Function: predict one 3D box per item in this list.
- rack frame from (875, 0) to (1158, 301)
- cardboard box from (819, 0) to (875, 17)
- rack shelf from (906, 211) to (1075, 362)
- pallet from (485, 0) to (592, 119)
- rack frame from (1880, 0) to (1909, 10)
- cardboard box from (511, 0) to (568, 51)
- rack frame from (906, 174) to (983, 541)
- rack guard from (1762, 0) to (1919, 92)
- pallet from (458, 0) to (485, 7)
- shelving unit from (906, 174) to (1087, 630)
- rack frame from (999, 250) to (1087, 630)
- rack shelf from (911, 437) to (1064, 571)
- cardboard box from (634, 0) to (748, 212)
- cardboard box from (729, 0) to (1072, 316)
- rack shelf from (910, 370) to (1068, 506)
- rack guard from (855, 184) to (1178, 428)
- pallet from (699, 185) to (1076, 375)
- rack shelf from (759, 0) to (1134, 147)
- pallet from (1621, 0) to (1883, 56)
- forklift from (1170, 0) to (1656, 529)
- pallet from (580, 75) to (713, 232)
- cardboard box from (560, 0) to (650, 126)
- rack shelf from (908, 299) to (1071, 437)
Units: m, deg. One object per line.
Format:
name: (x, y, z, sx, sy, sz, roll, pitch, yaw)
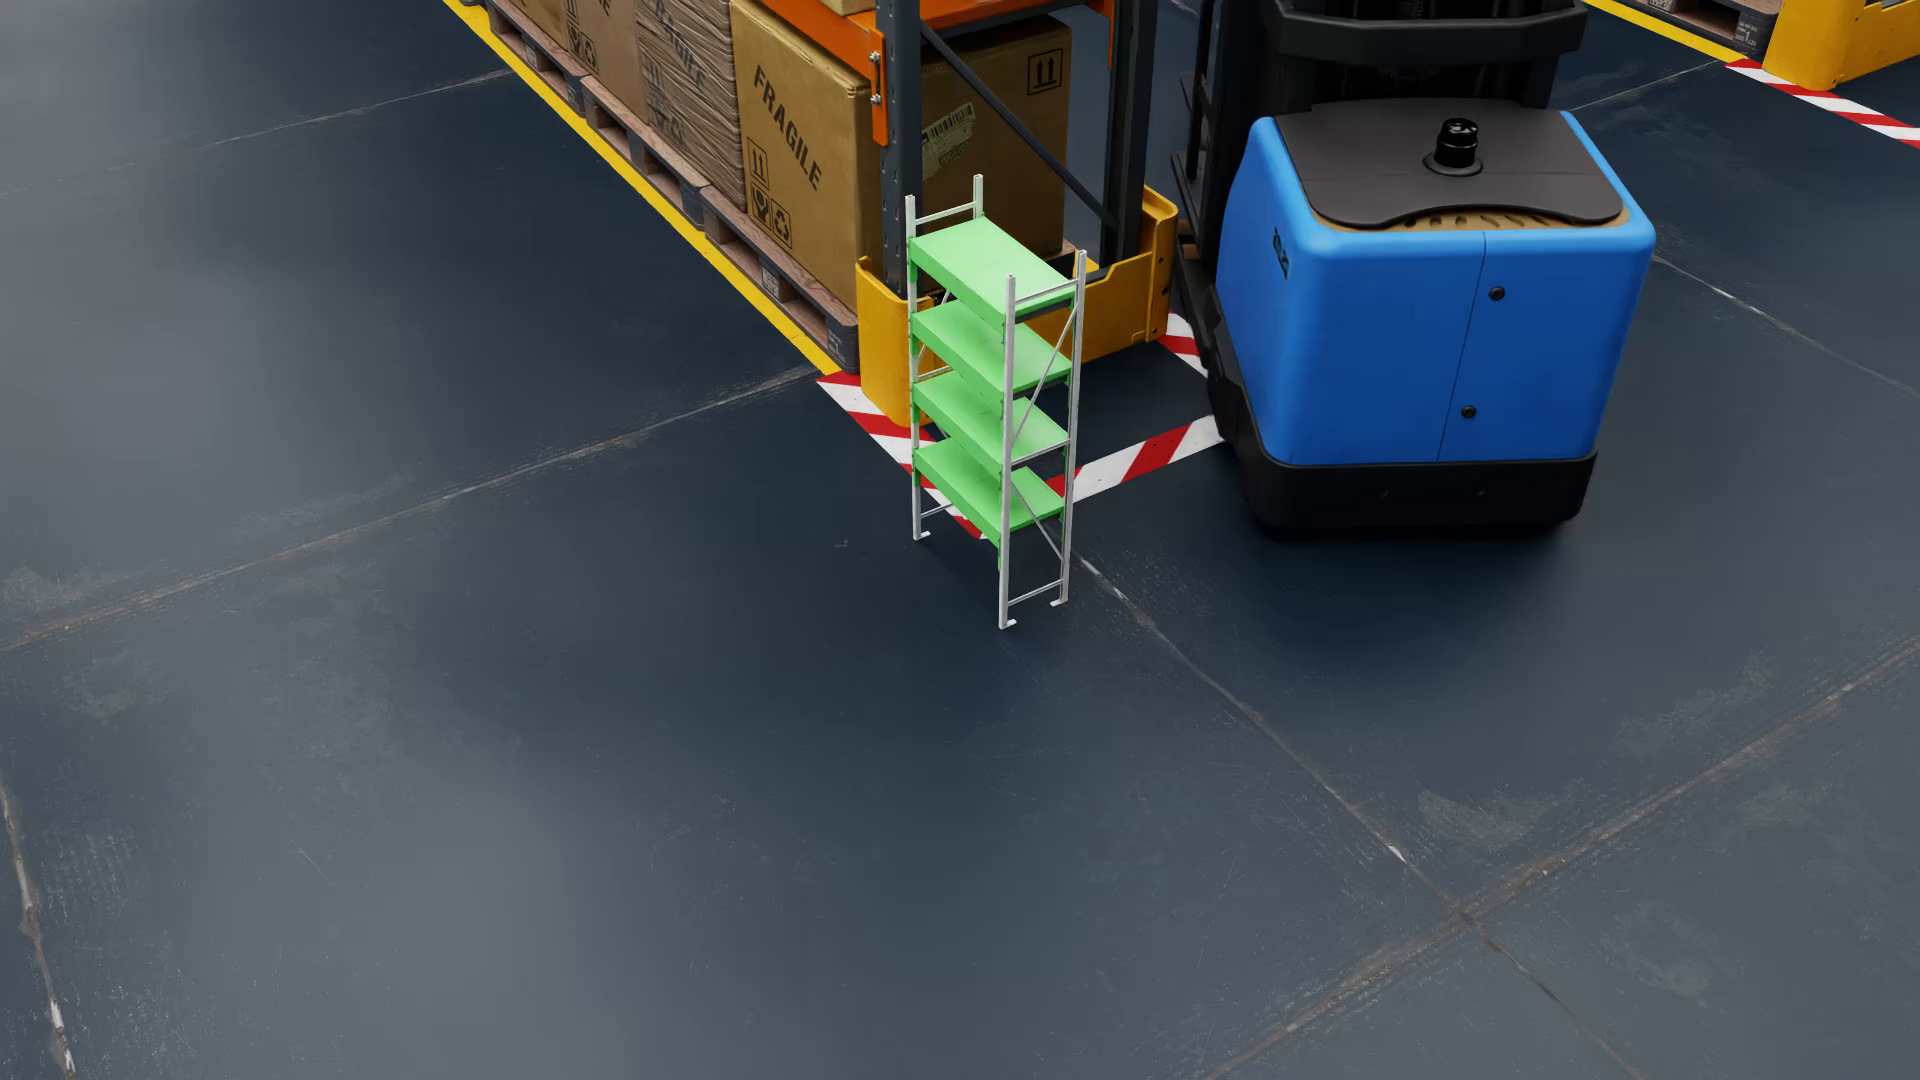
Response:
rack frame: (0.197, -1.827, 5.099, 1.000, 3.000, 0.127, -22, 45, -24)
cardboard box: (-0.272, -1.809, 5.274, 0.380, 0.149, 0.250, -21, 44, -24)
rack shelf: (0.089, -0.691, 4.492, 0.258, 0.148, 0.480, -22, 45, -24)
pallet: (-1.611, -2.477, 8.058, 1.003, 0.211, 1.213, -22, 45, -24)
rack frame: (4.373, -3.532, 7.145, 1.000, 3.000, 0.127, -22, 45, -24)
cardboard box: (-1.667, -2.947, 7.775, 0.875, 0.875, 0.875, -22, 45, -24)
rack frame: (-0.042, -0.503, 4.917, 0.240, 1.200, 0.015, -22, 45, -24)
rack guard: (4.397, -2.563, 7.935, 1.175, 0.500, 0.348, -22, 45, -24)
pallet: (-2.433, -3.305, 9.052, 1.003, 0.211, 1.213, -22, 45, -24)
shelving unit: (0.089, -0.372, 4.759, 0.258, 1.200, 0.503, -22, 45, -24)
rack frame: (0.220, -0.240, 4.601, 0.240, 1.200, 0.015, -22, 45, -24)
rack shelf: (0.089, -0.138, 4.953, 0.258, 0.148, 0.480, -22, 45, -24)
cardboard box: (-0.704, -1.981, 6.616, 0.875, 0.875, 0.875, -22, 45, -24)
cardboard box: (-0.215, -1.490, 6.027, 0.875, 0.875, 0.875, -22, 45, -24)
rack shelf: (0.089, -0.322, 4.799, 0.258, 0.148, 0.480, -22, 45, -24)
rack guard: (0.210, -0.854, 5.884, 1.175, 0.500, 0.348, -22, 45, -24)
pallet: (-0.299, -1.160, 6.478, 1.003, 0.211, 1.213, -22, 45, -24)
rack shelf: (-0.879, -2.630, 6.625, 1.077, 0.370, 4.000, -22, 45, -24)
pallet: (3.962, -2.919, 8.588, 1.003, 0.211, 1.213, -22, 45, -24)
forklift: (1.387, -2.084, 5.461, 1.130, 2.935, 3.031, -1, 40, -2)
pallet: (-0.951, -1.818, 7.267, 1.003, 0.211, 1.213, -22, 45, -24)
cardboard box: (-1.183, -2.462, 7.193, 0.875, 0.875, 0.875, -22, 45, -24)
rack shelf: (0.089, -0.507, 4.646, 0.258, 0.148, 0.480, -22, 45, -24)
